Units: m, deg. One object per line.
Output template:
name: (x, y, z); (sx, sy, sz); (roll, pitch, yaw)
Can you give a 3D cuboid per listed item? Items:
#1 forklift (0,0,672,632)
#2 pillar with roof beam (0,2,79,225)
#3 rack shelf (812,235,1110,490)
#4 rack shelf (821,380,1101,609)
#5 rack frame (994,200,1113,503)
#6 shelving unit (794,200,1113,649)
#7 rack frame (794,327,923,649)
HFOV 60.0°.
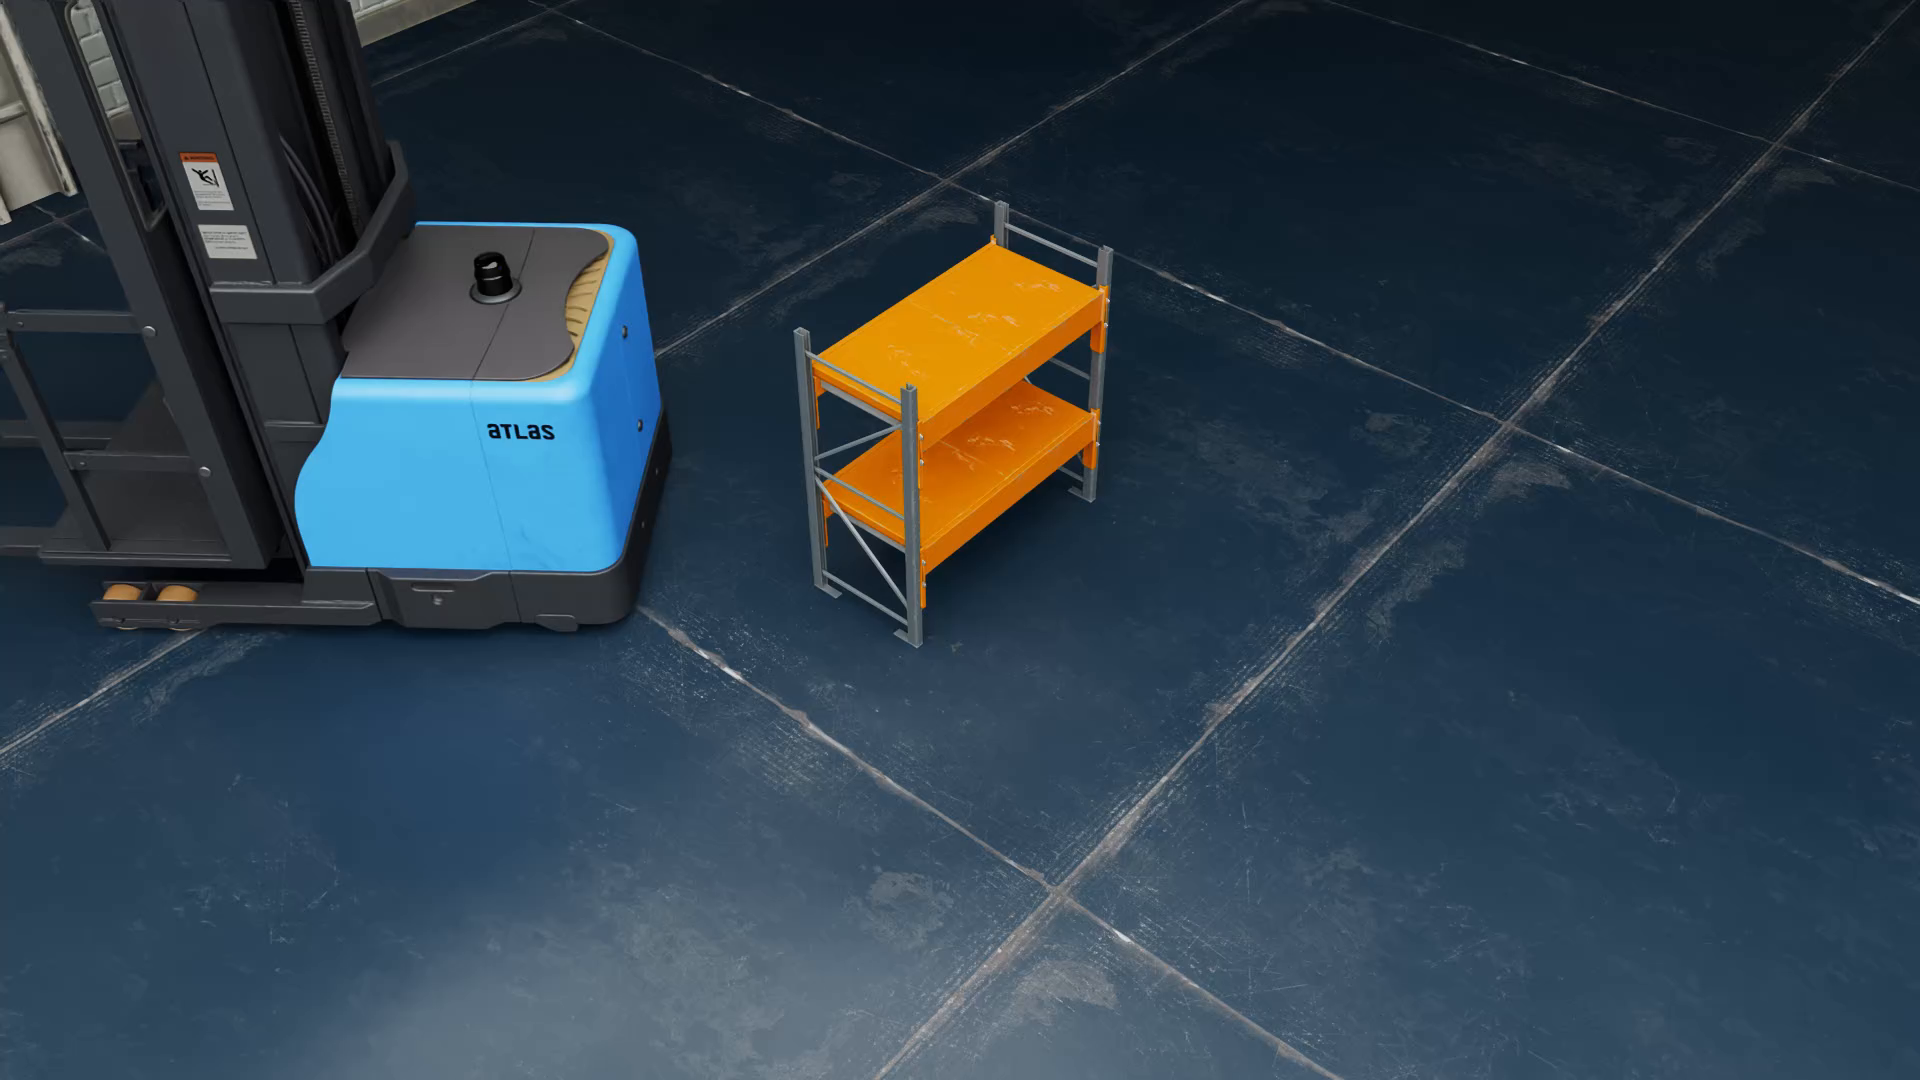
forklift: (-2.655, -1.117, 5.300); (3.031, 2.935, 1.130); (1, 42, 1)
pillar with roof beam: (-1.247, -3.127, 3.000); (9.100, 9.000, 0.400); (29, 50, 28)
rack shelf: (-0.004, -0.629, 5.671); (0.538, 0.278, 1.000); (29, 50, 28)
rack shelf: (-0.004, -0.232, 6.032); (0.538, 0.278, 1.000); (29, 50, 28)
rack frame: (0.323, -0.674, 6.156); (0.500, 1.125, 0.032); (29, 50, 28)
shelving unit: (-0.004, -0.413, 5.868); (0.538, 1.125, 1.048); (29, 50, 28)
rack frame: (-0.332, -0.151, 5.580); (0.500, 1.125, 0.032); (29, 50, 28)
